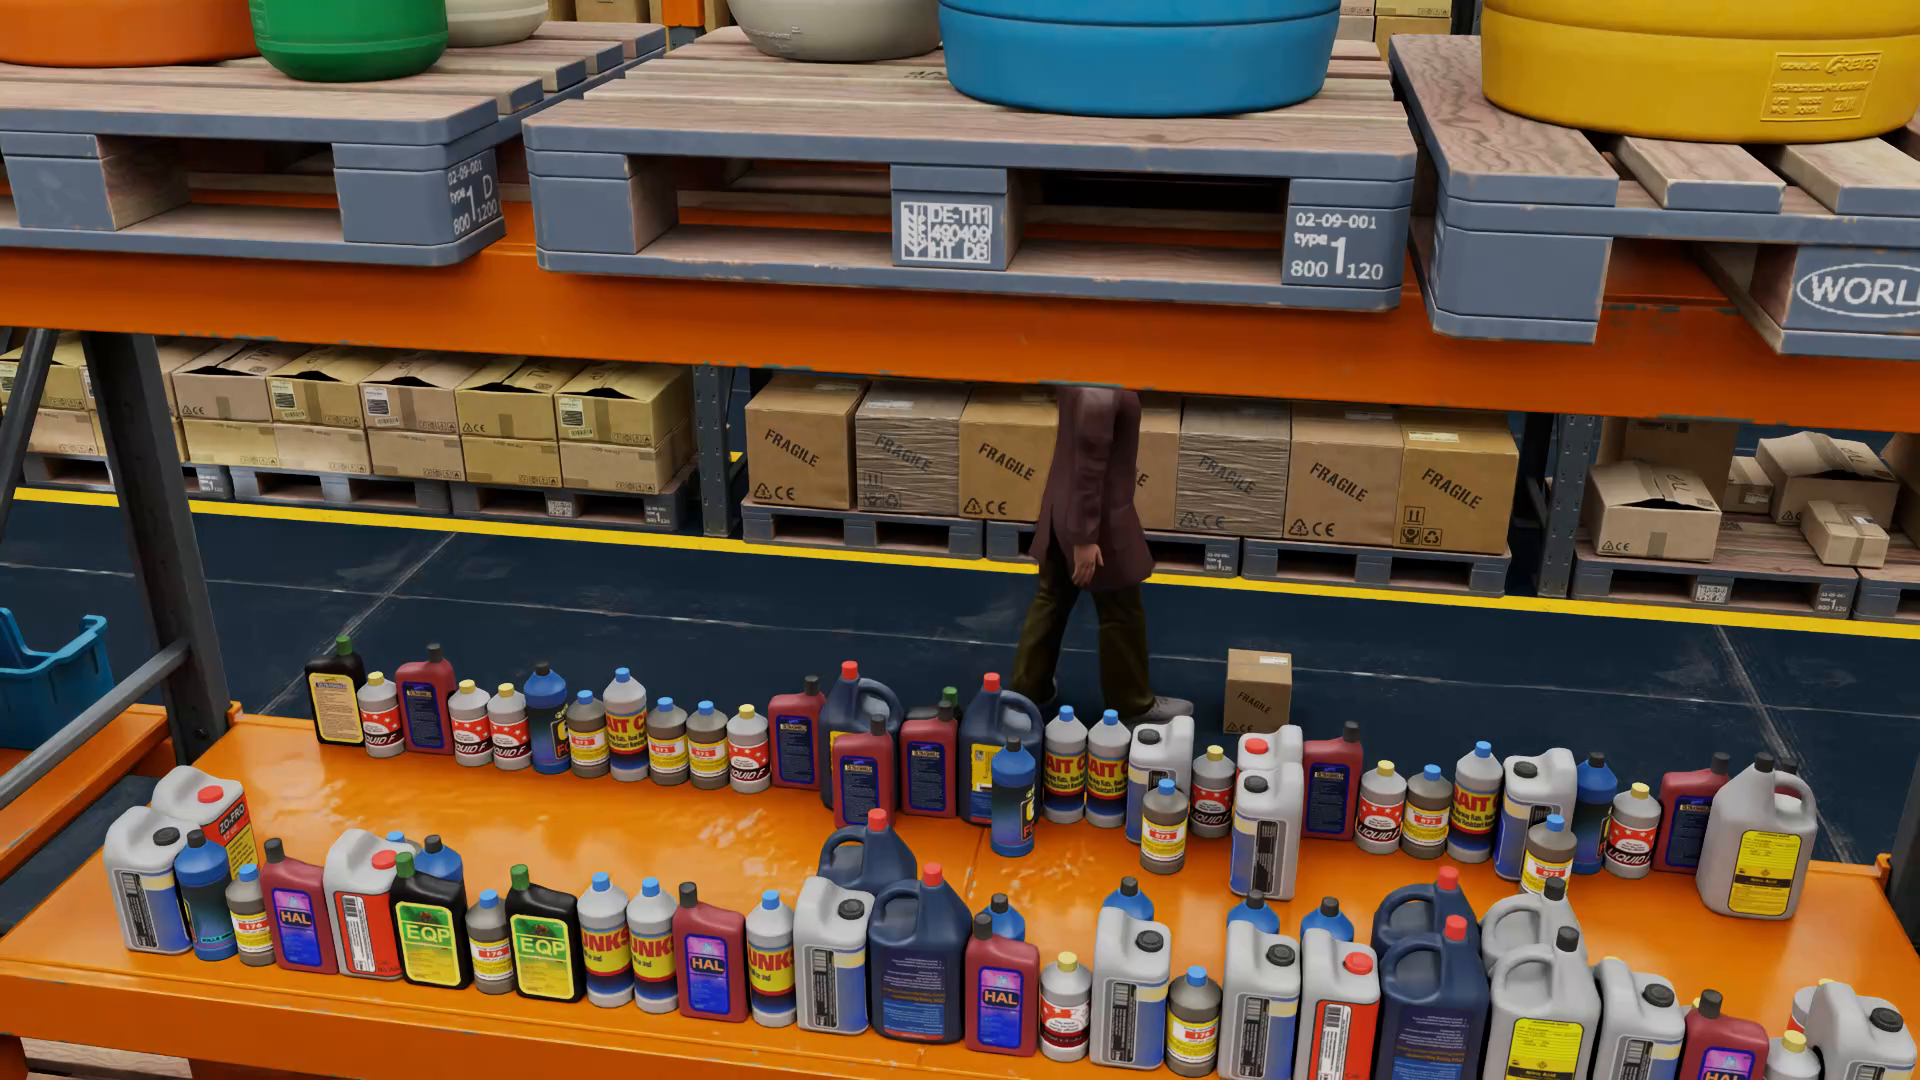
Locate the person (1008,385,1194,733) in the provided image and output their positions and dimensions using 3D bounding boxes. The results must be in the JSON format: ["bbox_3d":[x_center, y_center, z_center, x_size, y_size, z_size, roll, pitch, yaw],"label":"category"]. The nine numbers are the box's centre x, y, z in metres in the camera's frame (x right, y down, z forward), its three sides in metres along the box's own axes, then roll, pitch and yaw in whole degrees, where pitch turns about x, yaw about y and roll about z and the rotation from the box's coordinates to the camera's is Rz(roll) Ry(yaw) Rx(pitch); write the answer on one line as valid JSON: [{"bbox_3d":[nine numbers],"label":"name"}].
[{"bbox_3d":[0.532,-0.105,6.333,0.736,1.770,0.590,-8,26,-16],"label":"person"}]
